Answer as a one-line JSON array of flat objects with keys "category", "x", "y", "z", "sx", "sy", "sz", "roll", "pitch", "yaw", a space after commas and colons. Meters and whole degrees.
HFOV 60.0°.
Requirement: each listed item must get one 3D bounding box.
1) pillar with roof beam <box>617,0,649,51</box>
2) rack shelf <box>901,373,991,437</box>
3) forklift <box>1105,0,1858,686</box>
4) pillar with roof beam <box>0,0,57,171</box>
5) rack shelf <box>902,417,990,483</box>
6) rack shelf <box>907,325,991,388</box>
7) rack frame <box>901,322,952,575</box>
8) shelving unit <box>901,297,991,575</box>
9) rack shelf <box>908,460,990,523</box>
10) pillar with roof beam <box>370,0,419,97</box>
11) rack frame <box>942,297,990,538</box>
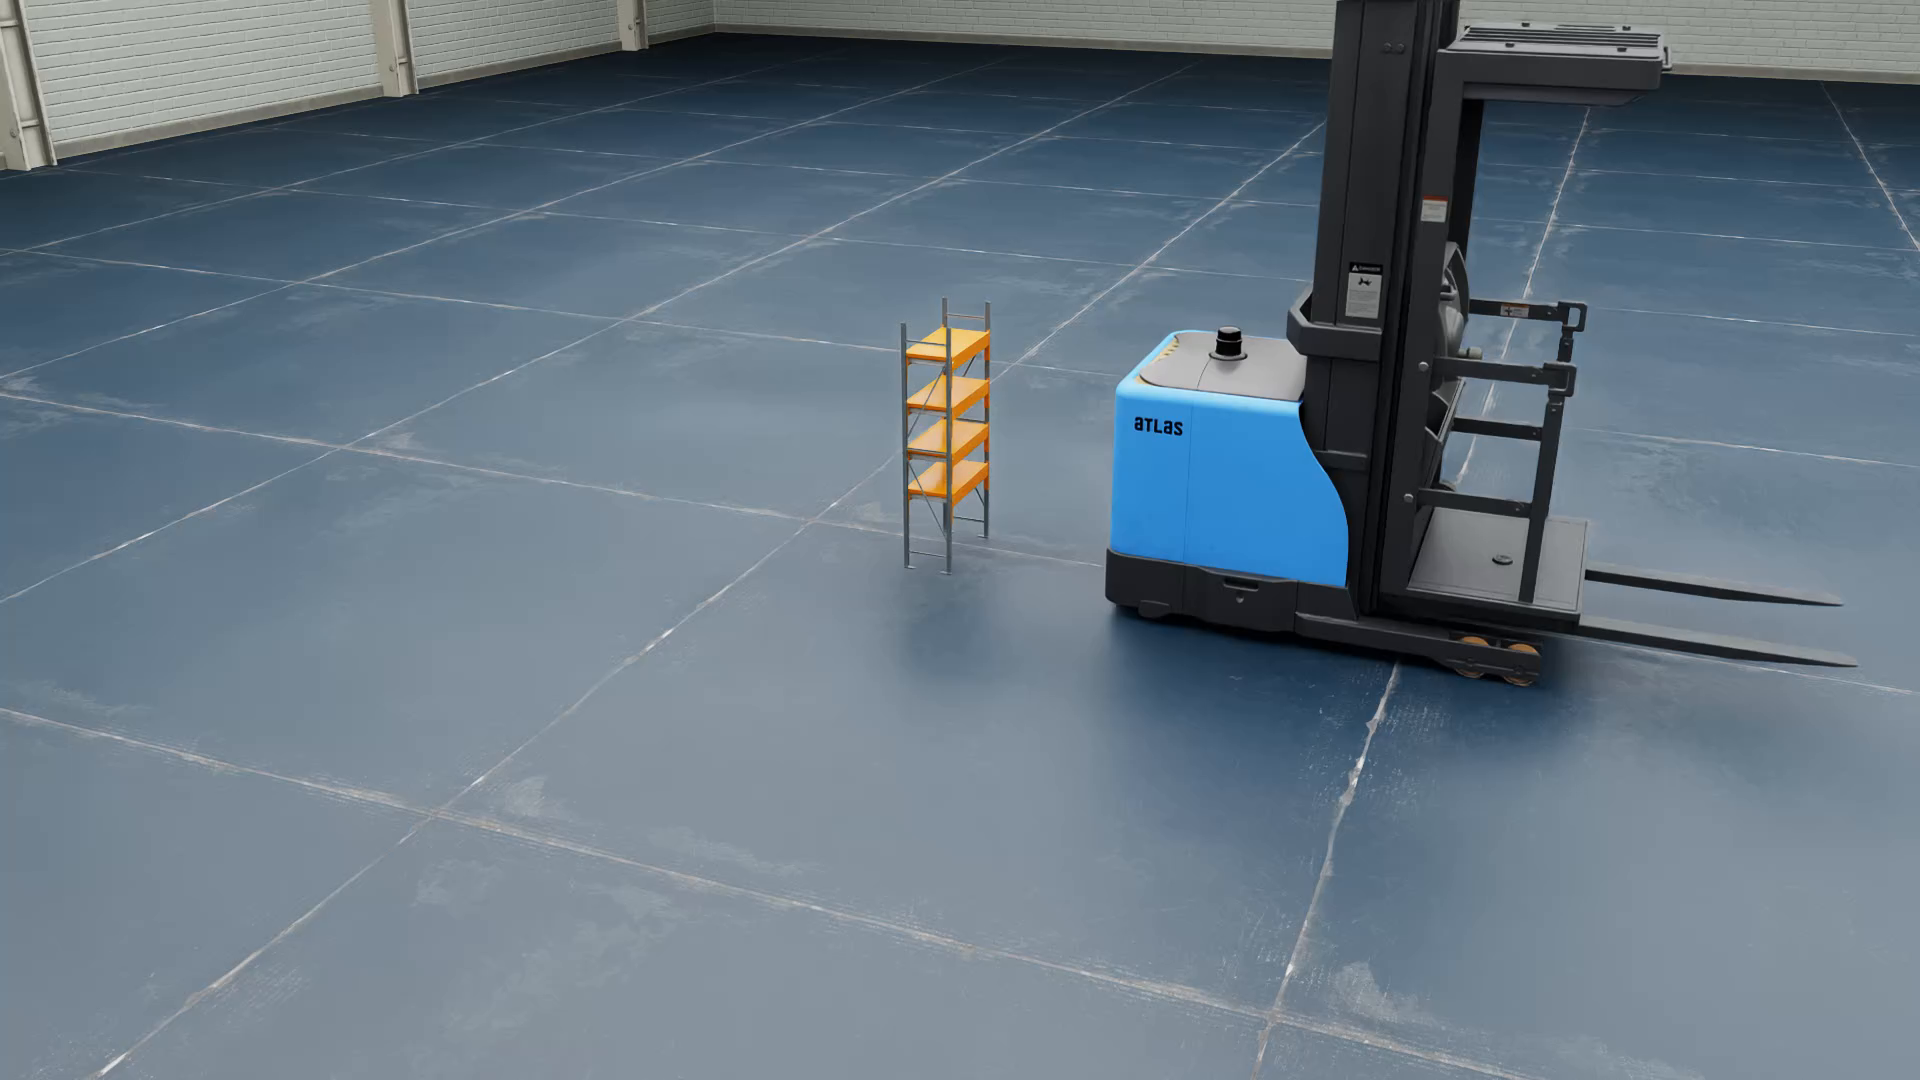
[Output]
[{"category": "pillar with roof beam", "x": -1.505, "y": -11.837, "z": 24.913, "sx": 9.100, "sy": 9.000, "sz": 0.400, "roll": 9, "pitch": 24, "yaw": 20}, {"category": "rack shelf", "x": -0.062, "y": -0.639, "z": 7.817, "sx": 0.258, "sy": 0.148, "sz": 0.480, "roll": 9, "pitch": 24, "yaw": 20}, {"category": "forklift", "x": 2.221, "y": -0.988, "z": 6.812, "sx": 3.031, "sy": 2.935, "sz": 1.130, "roll": 9, "pitch": 24, "yaw": 20}, {"category": "pillar with roof beam", "x": -5.962, "y": -7.543, "z": 14.632, "sx": 9.100, "sy": 9.000, "sz": 0.400, "roll": 9, "pitch": 24, "yaw": 20}, {"category": "rack shelf", "x": -0.061, "y": -0.432, "z": 7.903, "sx": 0.258, "sy": 0.148, "sz": 0.480, "roll": 9, "pitch": 24, "yaw": 20}, {"category": "rack shelf", "x": -0.062, "y": -0.857, "z": 7.725, "sx": 0.258, "sy": 0.148, "sz": 0.480, "roll": 9, "pitch": 24, "yaw": 20}, {"category": "rack frame", "x": -0.152, "y": -0.407, "z": 7.668, "sx": 0.240, "sy": 1.200, "sz": 0.015, "roll": 9, "pitch": 24, "yaw": 20}, {"category": "shelving unit", "x": -0.061, "y": -0.494, "z": 7.877, "sx": 0.258, "sy": 1.200, "sz": 0.503, "roll": 9, "pitch": 24, "yaw": 20}, {"category": "rack shelf", "x": -0.061, "y": -0.249, "z": 7.979, "sx": 0.258, "sy": 0.148, "sz": 0.480, "roll": 9, "pitch": 24, "yaw": 20}, {"category": "pillar with roof beam", "x": -3.733, "y": -9.690, "z": 19.773, "sx": 9.100, "sy": 9.000, "sz": 0.400, "roll": 9, "pitch": 24, "yaw": 20}, {"category": "rack frame", "x": 0.029, "y": -0.582, "z": 8.086, "sx": 0.240, "sy": 1.200, "sz": 0.015, "roll": 9, "pitch": 24, "yaw": 20}]
